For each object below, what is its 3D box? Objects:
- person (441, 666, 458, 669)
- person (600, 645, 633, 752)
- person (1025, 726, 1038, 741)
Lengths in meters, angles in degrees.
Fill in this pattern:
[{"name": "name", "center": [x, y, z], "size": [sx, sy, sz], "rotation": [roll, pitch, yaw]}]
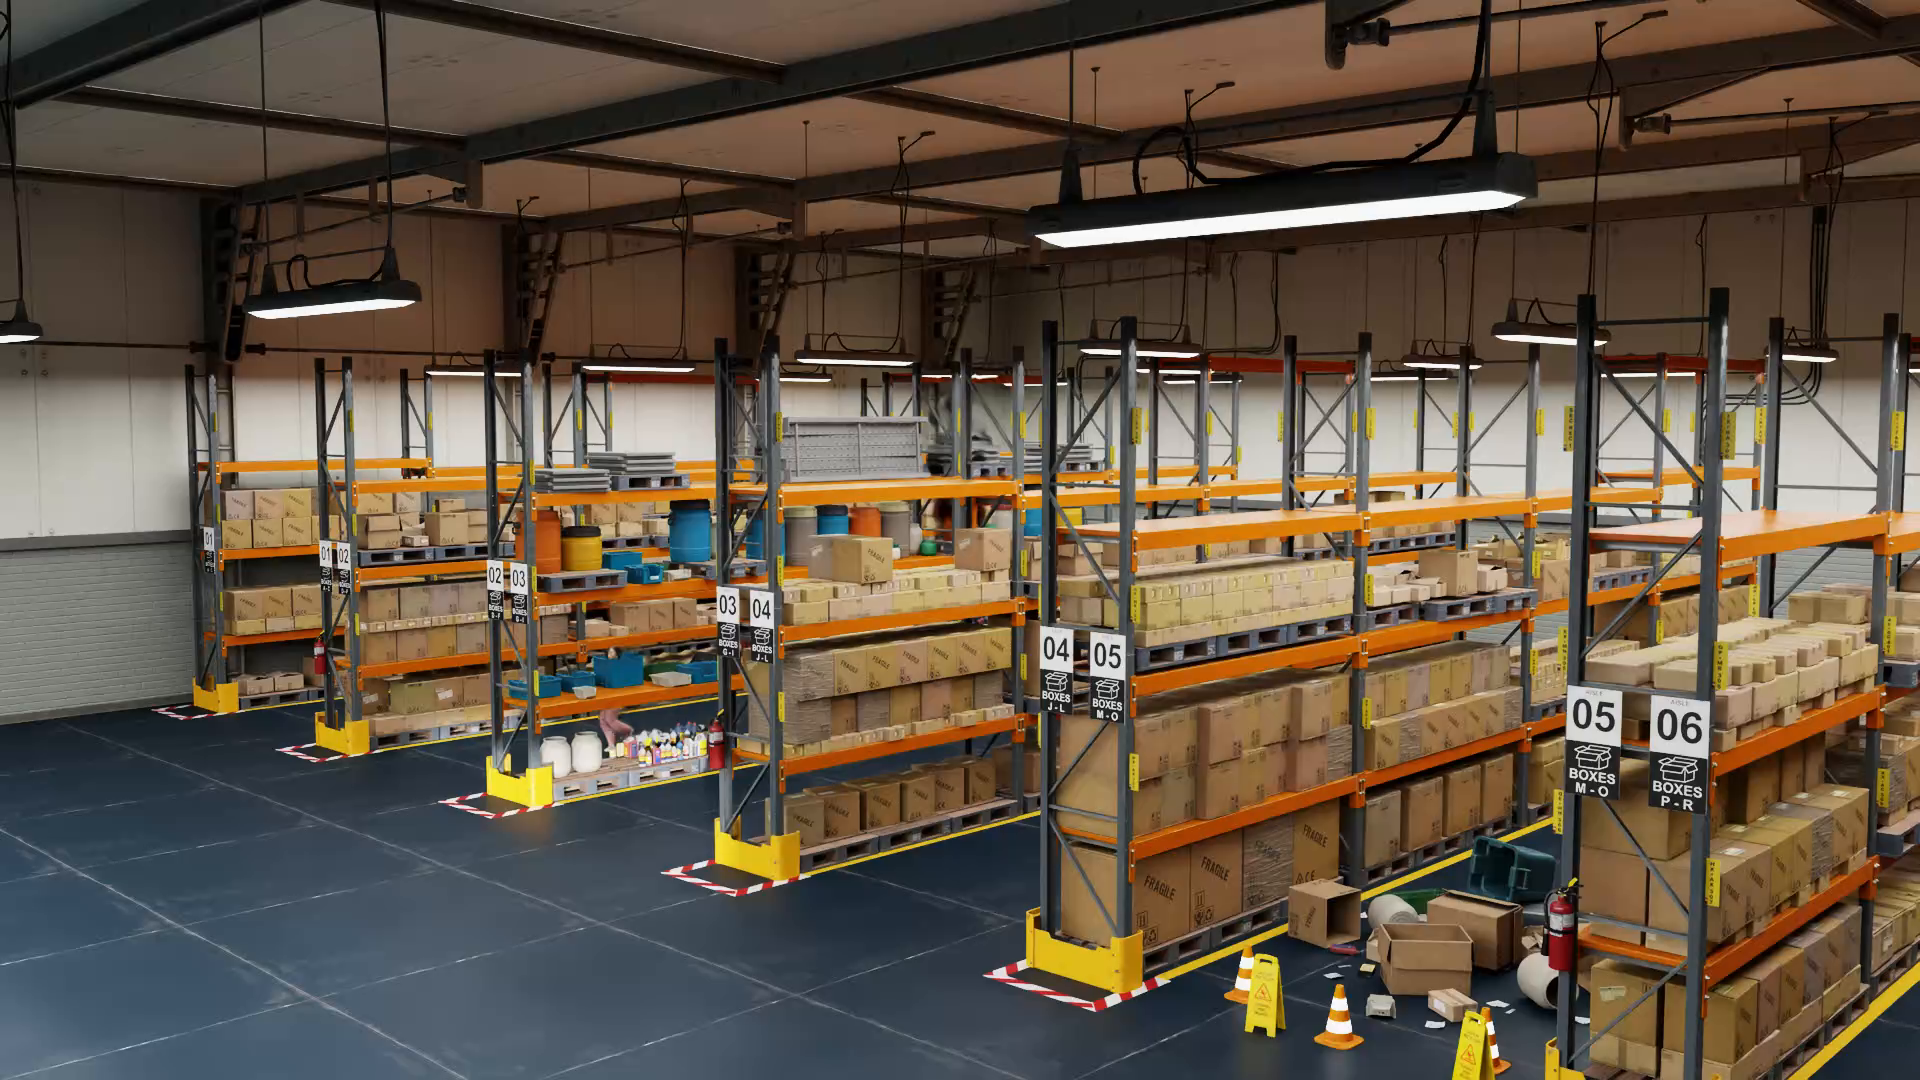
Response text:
[{"name": "person", "center": [-8.716, 2.223, 28.721], "size": [0.918, 1.546, 0.714], "rotation": [-4, 6, -43]}, {"name": "person", "center": [-5.284, 2.413, 25.300], "size": [0.577, 1.619, 0.509], "rotation": [3, 5, 37]}, {"name": "person", "center": [1.011, 2.417, 24.515], "size": [0.586, 1.685, 0.891], "rotation": [4, 6, 39]}]
